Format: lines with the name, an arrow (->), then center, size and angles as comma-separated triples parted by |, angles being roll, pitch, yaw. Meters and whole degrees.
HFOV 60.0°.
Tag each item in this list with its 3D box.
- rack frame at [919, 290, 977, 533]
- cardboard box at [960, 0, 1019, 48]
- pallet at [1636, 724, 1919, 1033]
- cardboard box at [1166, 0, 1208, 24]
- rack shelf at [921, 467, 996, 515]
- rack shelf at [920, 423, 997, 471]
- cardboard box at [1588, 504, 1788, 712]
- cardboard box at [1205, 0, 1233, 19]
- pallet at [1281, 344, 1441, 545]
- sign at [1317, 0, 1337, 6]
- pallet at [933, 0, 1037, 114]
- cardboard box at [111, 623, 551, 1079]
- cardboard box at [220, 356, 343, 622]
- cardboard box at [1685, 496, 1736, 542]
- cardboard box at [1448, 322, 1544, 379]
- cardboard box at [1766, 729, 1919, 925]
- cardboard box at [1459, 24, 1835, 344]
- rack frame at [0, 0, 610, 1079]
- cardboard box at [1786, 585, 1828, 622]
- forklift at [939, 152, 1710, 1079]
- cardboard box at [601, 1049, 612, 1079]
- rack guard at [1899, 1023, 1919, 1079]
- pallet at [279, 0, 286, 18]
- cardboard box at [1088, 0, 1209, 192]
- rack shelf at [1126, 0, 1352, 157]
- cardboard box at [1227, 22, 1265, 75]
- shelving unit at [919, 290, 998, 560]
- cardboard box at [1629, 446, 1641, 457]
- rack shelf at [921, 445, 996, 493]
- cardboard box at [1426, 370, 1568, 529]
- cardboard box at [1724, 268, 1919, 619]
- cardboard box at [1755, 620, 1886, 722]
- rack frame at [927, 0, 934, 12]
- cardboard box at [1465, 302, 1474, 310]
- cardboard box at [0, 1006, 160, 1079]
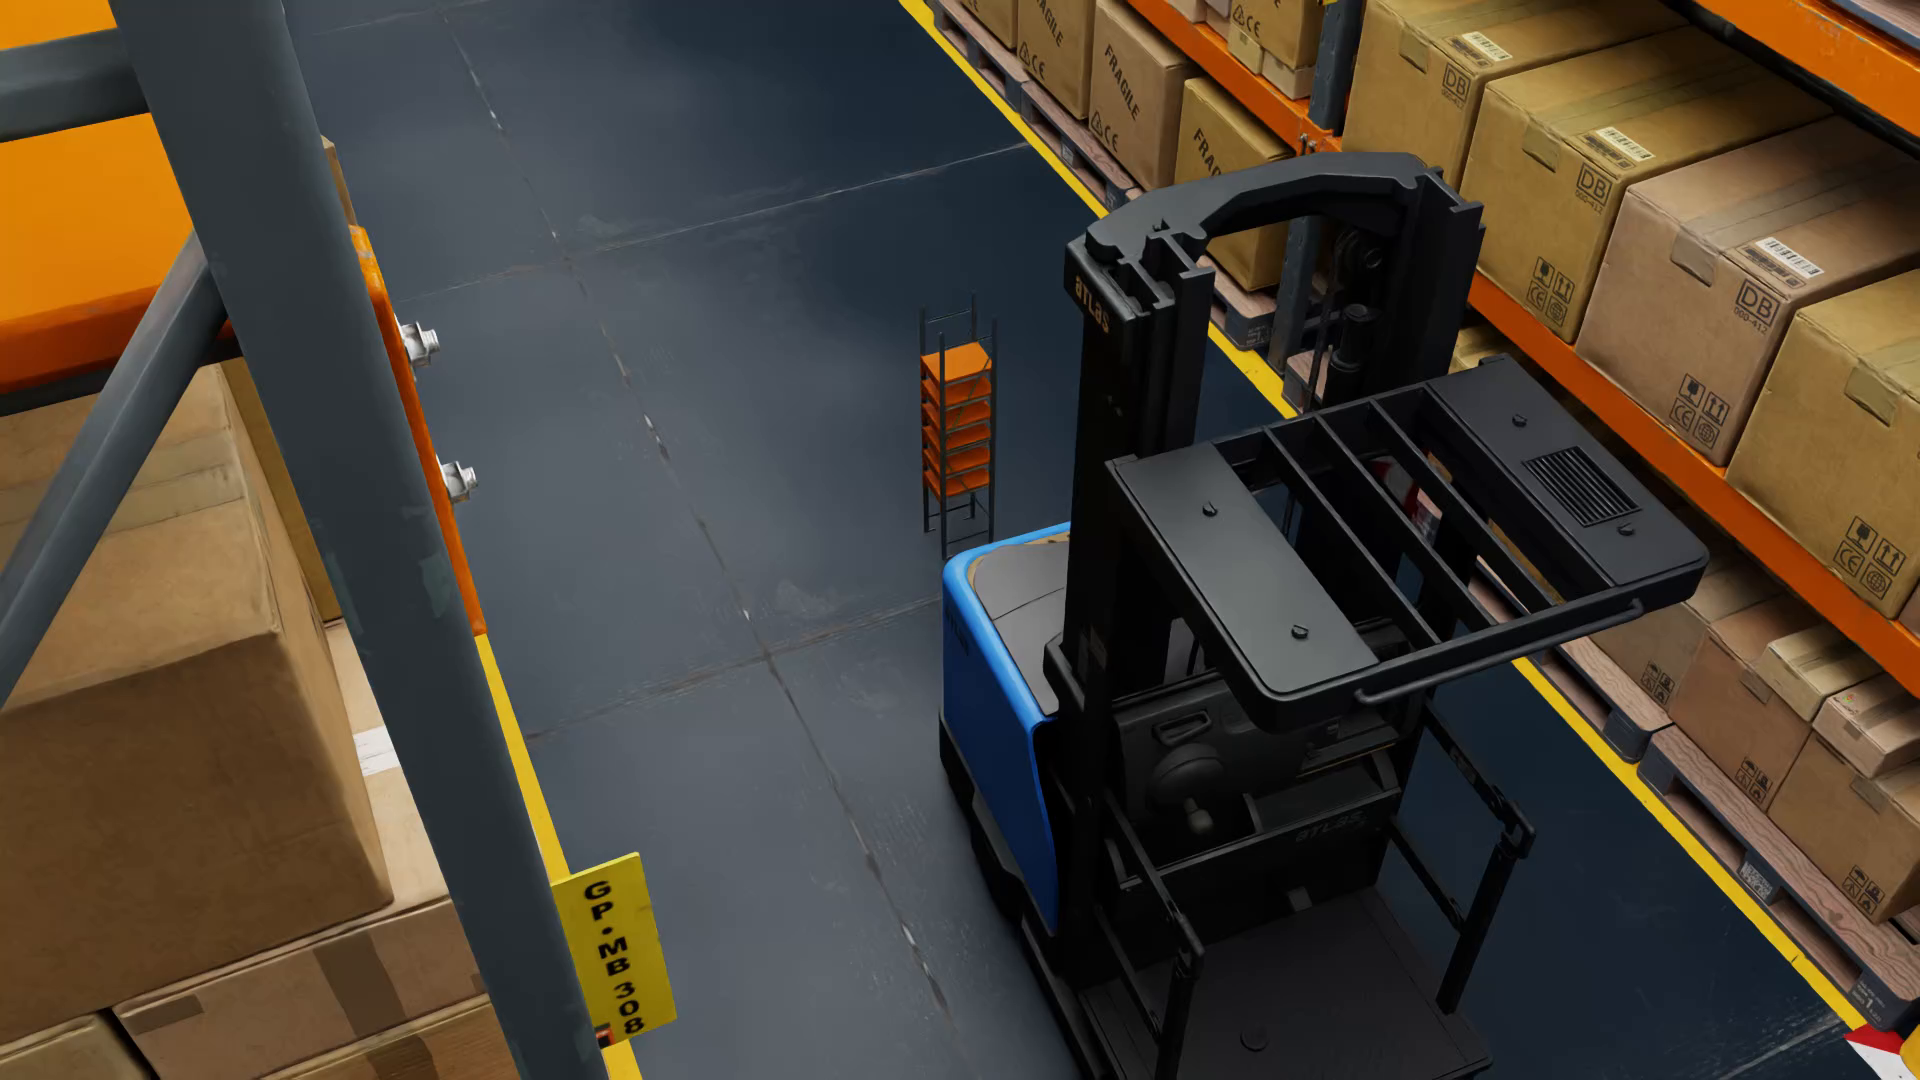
rack frame -> -0.045, -0.495, 6.766 | 0.240, 1.200, 0.006 | -18, 47, -17
cardboard box -> 0.458, -3.456, 9.717 | 0.750, 0.750, 0.750 | -19, 48, -18
pallet -> 3.225, 1.025, 5.929 | 1.003, 0.211, 1.213 | -18, 47, -17
cardboard box -> 1.191, -2.563, 7.745 | 0.380, 0.149, 0.250 | -18, 47, -17
rack shelf -> -0.006, -0.234, 6.907 | 0.258, 0.103, 0.180 | -18, 47, -17
rack shelf -> -0.006, -0.405, 6.738 | 0.258, 0.103, 0.180 | -18, 47, -17
cardboard box -> 2.824, 0.204, 6.257 | 0.700, 0.500, 0.500 | -19, 48, -19
cardboard box -> 1.304, -2.720, 7.443 | 0.500, 0.500, 0.500 | -18, 47, -17
pallet -> 2.199, -0.530, 7.505 | 1.003, 0.211, 1.213 | -18, 47, -17
sign -> 1.462, -2.247, 6.493 | 0.100, 0.325, 0.005 | -18, 47, -17
pallet -> 0.531, -3.062, 10.071 | 1.003, 0.211, 1.213 | -18, 47, -17
cardboard box -> -0.841, 0.388, 2.205 | 0.500, 0.250, 0.500 | -18, 47, -17
cardboard box -> -1.225, -0.141, 2.207 | 0.700, 0.500, 0.500 | -18, 47, -17
cardboard box -> 2.946, -0.175, 6.179 | 0.380, 0.149, 0.250 | -18, 47, -17
cardboard box -> 2.150, -0.741, 6.754 | 0.380, 0.149, 0.250 | -17, 47, -16
cardboard box -> 3.247, 0.843, 5.610 | 0.700, 0.500, 0.500 | -18, 47, -17
cardboard box -> 2.465, -1.319, 6.107 | 0.980, 0.700, 0.700 | -19, 48, -18
rack frame -> -0.858, -0.152, 0.866 | 0.949, 2.616, 0.053 | -18, 47, -17
cardboard box -> 3.162, 0.150, 5.850 | 0.380, 0.149, 0.250 | -18, 47, -17
forklift -> 0.941, 0.613, 4.411 | 1.130, 2.935, 3.031 | -16, 47, -15
cardboard box -> -0.808, 1.232, 2.951 | 0.500, 0.500, 0.500 | -17, 47, -16
rack guard -> 3.642, 1.424, 5.319 | 1.175, 0.500, 0.348 | -18, 47, -17
pallet -> -3.876, -2.634, 7.789 | 1.213, 0.211, 1.003 | -18, 47, -17
cardboard box -> 1.182, -2.355, 8.602 | 0.750, 0.750, 0.750 | -17, 47, -16
rack shelf -> 1.109, -3.048, 8.585 | 1.077, 0.370, 4.000 | -18, 47, -17
cardboard box -> 1.423, -2.233, 7.411 | 0.380, 0.149, 0.250 | -17, 47, -17
shelving unit -> -0.006, -0.436, 6.707 | 0.258, 1.200, 0.189 | -18, 47, -17
cardboard box -> 2.731, -0.500, 6.509 | 0.380, 0.149, 0.250 | -18, 47, -17
rack shelf -> -0.006, -0.319, 6.822 | 0.258, 0.103, 0.180 | -18, 47, -17
cardboard box -> 2.380, -0.462, 6.932 | 0.700, 0.500, 0.500 | -18, 48, -18
cardboard box -> 3.092, -0.370, 5.145 | 0.980, 0.700, 0.700 | -18, 48, -18
cardboard box -> 2.919, 0.421, 5.575 | 0.380, 0.149, 0.250 | -17, 47, -16
rack frame -> 0.268, -4.579, 9.624 | 1.000, 3.000, 0.127 | -18, 47, -17
cardboard box -> 2.291, -1.165, 7.182 | 0.380, 0.149, 0.250 | -18, 47, -18
cardboard box -> -1.308, 0.540, 2.051 | 0.500, 0.250, 0.500 | -18, 47, -17
